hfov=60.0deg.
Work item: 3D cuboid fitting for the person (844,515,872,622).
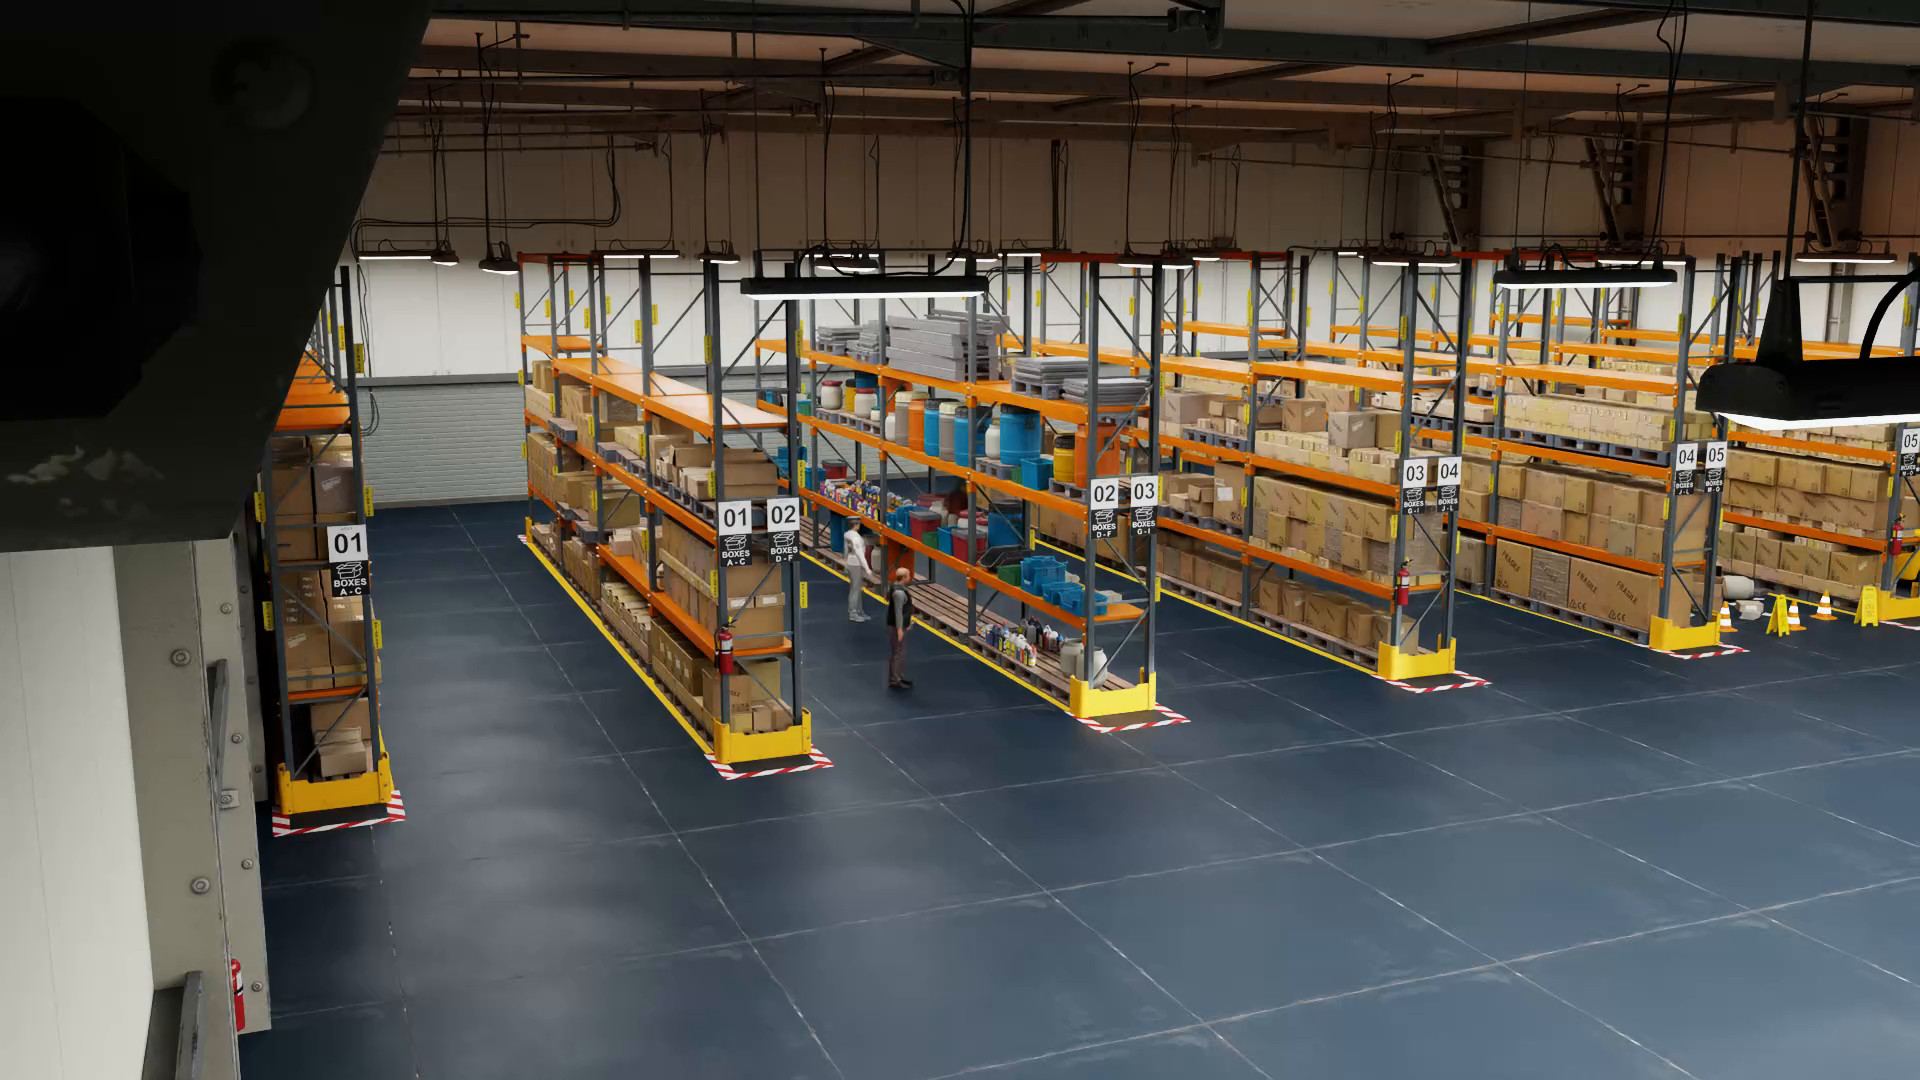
[{"bbox_3d":[-1.610,0.465,26.272,0.480,1.713,0.493,1,10,4],"label":"person"}]

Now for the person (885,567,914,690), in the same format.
[{"bbox_3d":[-0.852,1.238,23.506,0.402,1.743,0.570,-1,10,-4],"label":"person"}]
